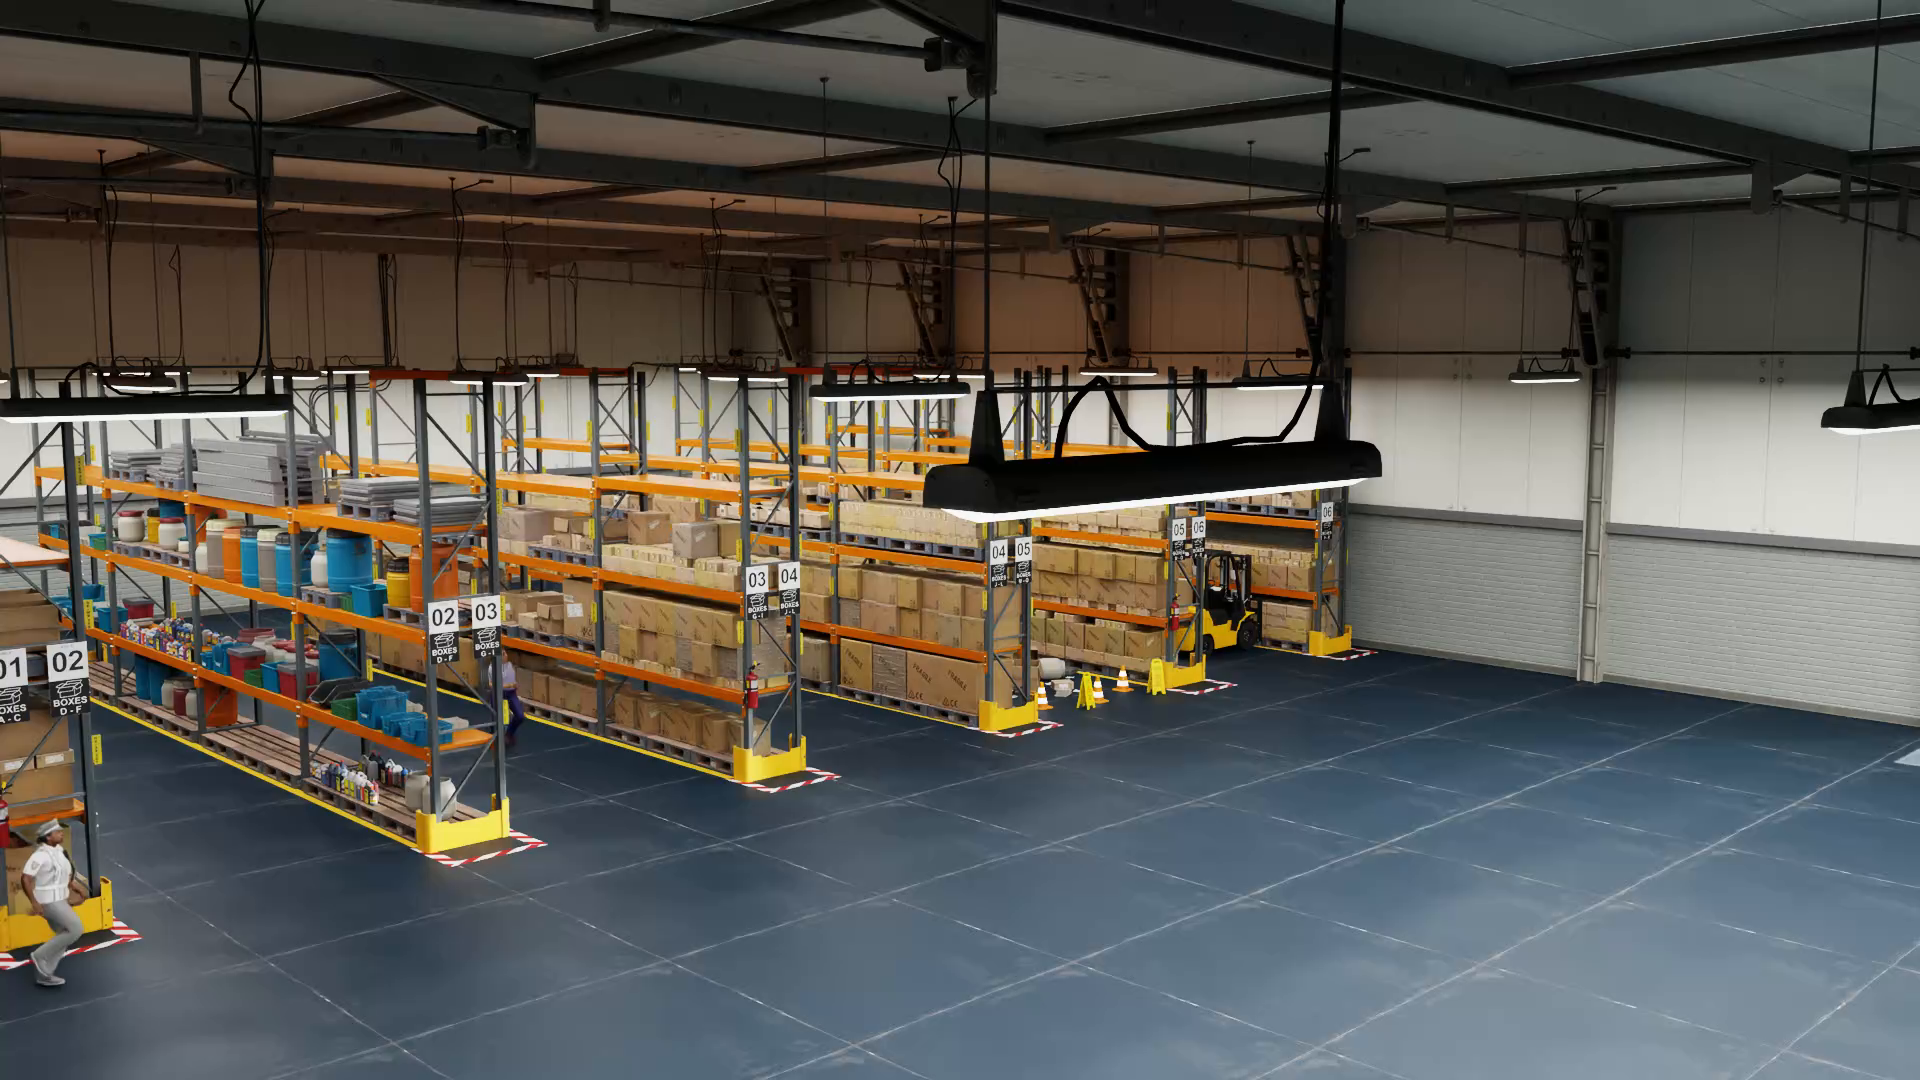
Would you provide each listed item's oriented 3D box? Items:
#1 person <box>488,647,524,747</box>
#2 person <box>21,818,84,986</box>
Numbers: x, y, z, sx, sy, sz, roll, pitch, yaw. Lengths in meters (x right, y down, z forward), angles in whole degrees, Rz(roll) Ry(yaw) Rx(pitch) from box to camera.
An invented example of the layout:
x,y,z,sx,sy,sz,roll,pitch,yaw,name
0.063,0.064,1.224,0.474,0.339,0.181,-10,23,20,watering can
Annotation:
x,y,z,sx,sy,sz,roll,pitch,yaw,name
-7.265,2.523,26.571,0.643,1.629,0.579,5,8,38,person
-9.102,3.632,16.806,0.513,1.630,0.607,-1,7,-10,person
